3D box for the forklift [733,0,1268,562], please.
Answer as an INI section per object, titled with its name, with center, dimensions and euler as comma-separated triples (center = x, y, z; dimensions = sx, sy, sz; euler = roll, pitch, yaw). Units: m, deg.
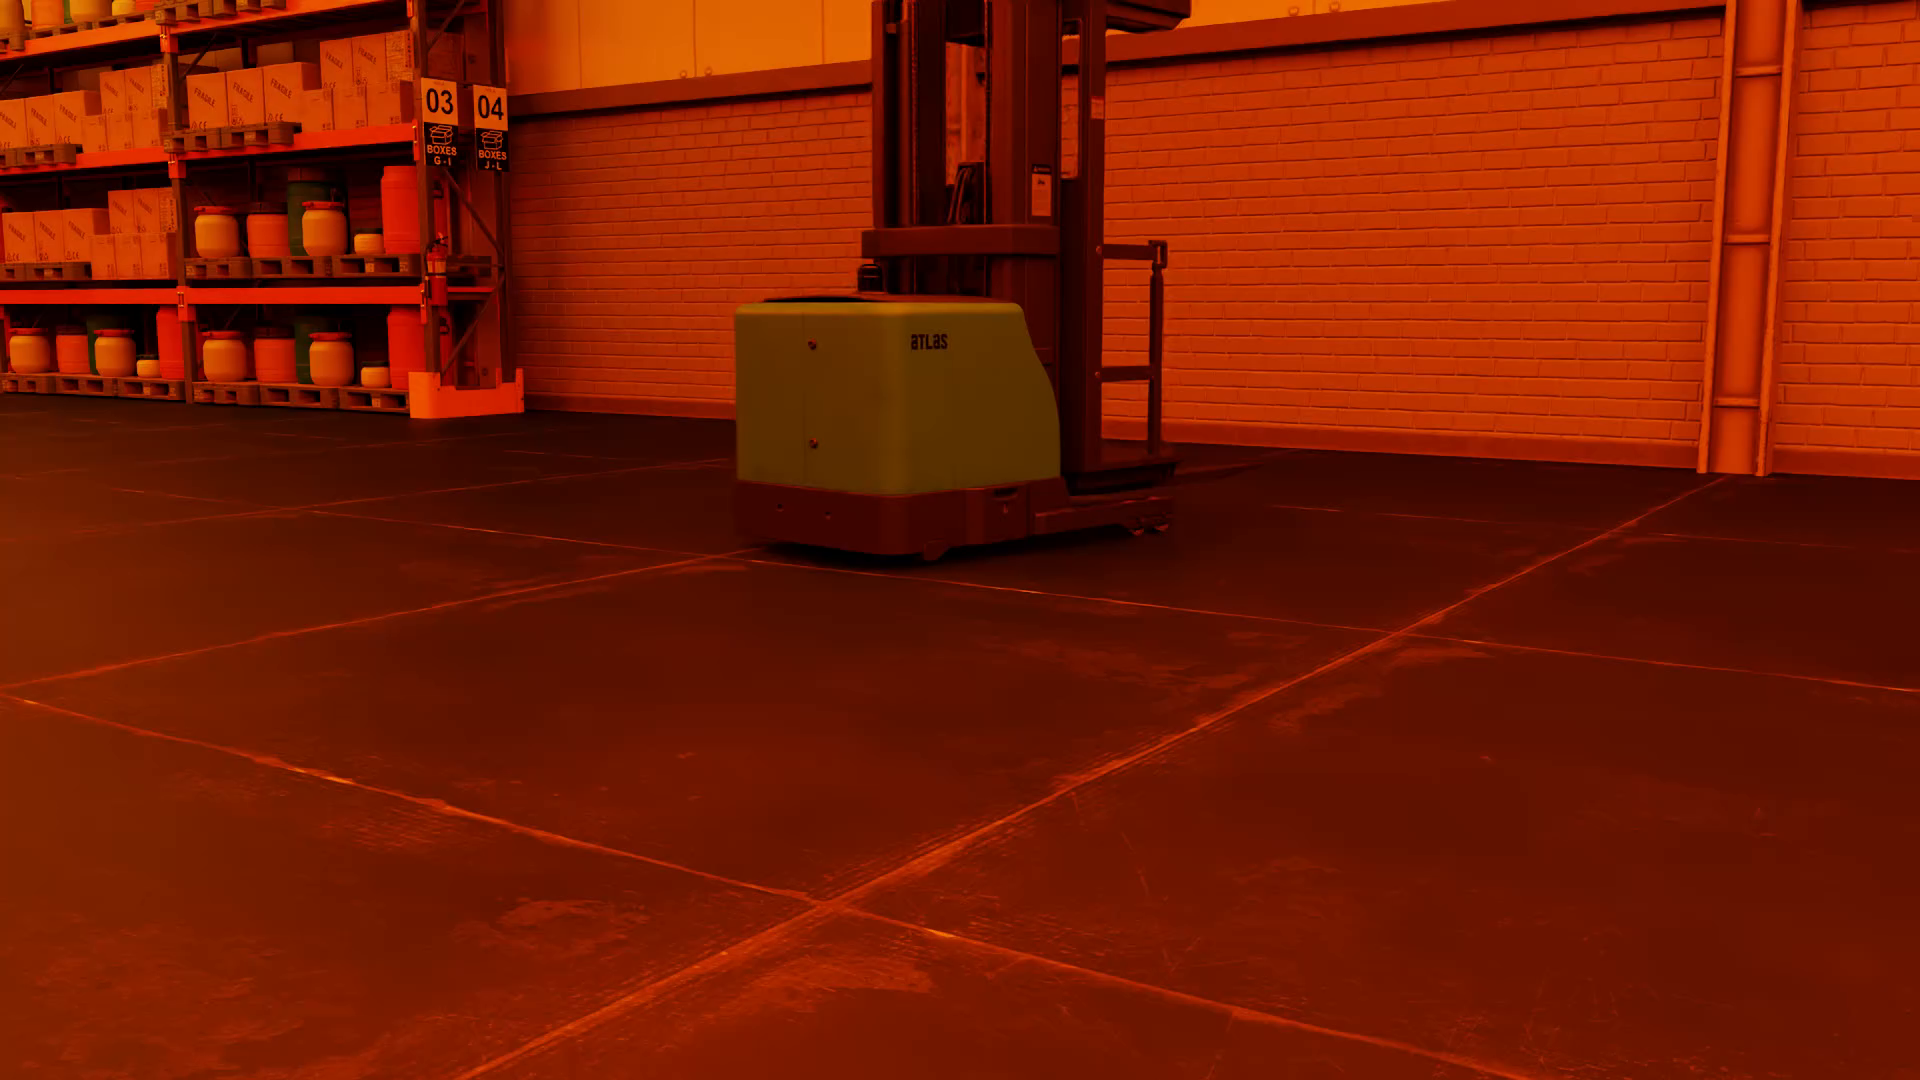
[forklift]
center = 0.378, -1.518, 7.865
dimensions = 1.130, 2.935, 3.031
euler = 7, 11, 42
